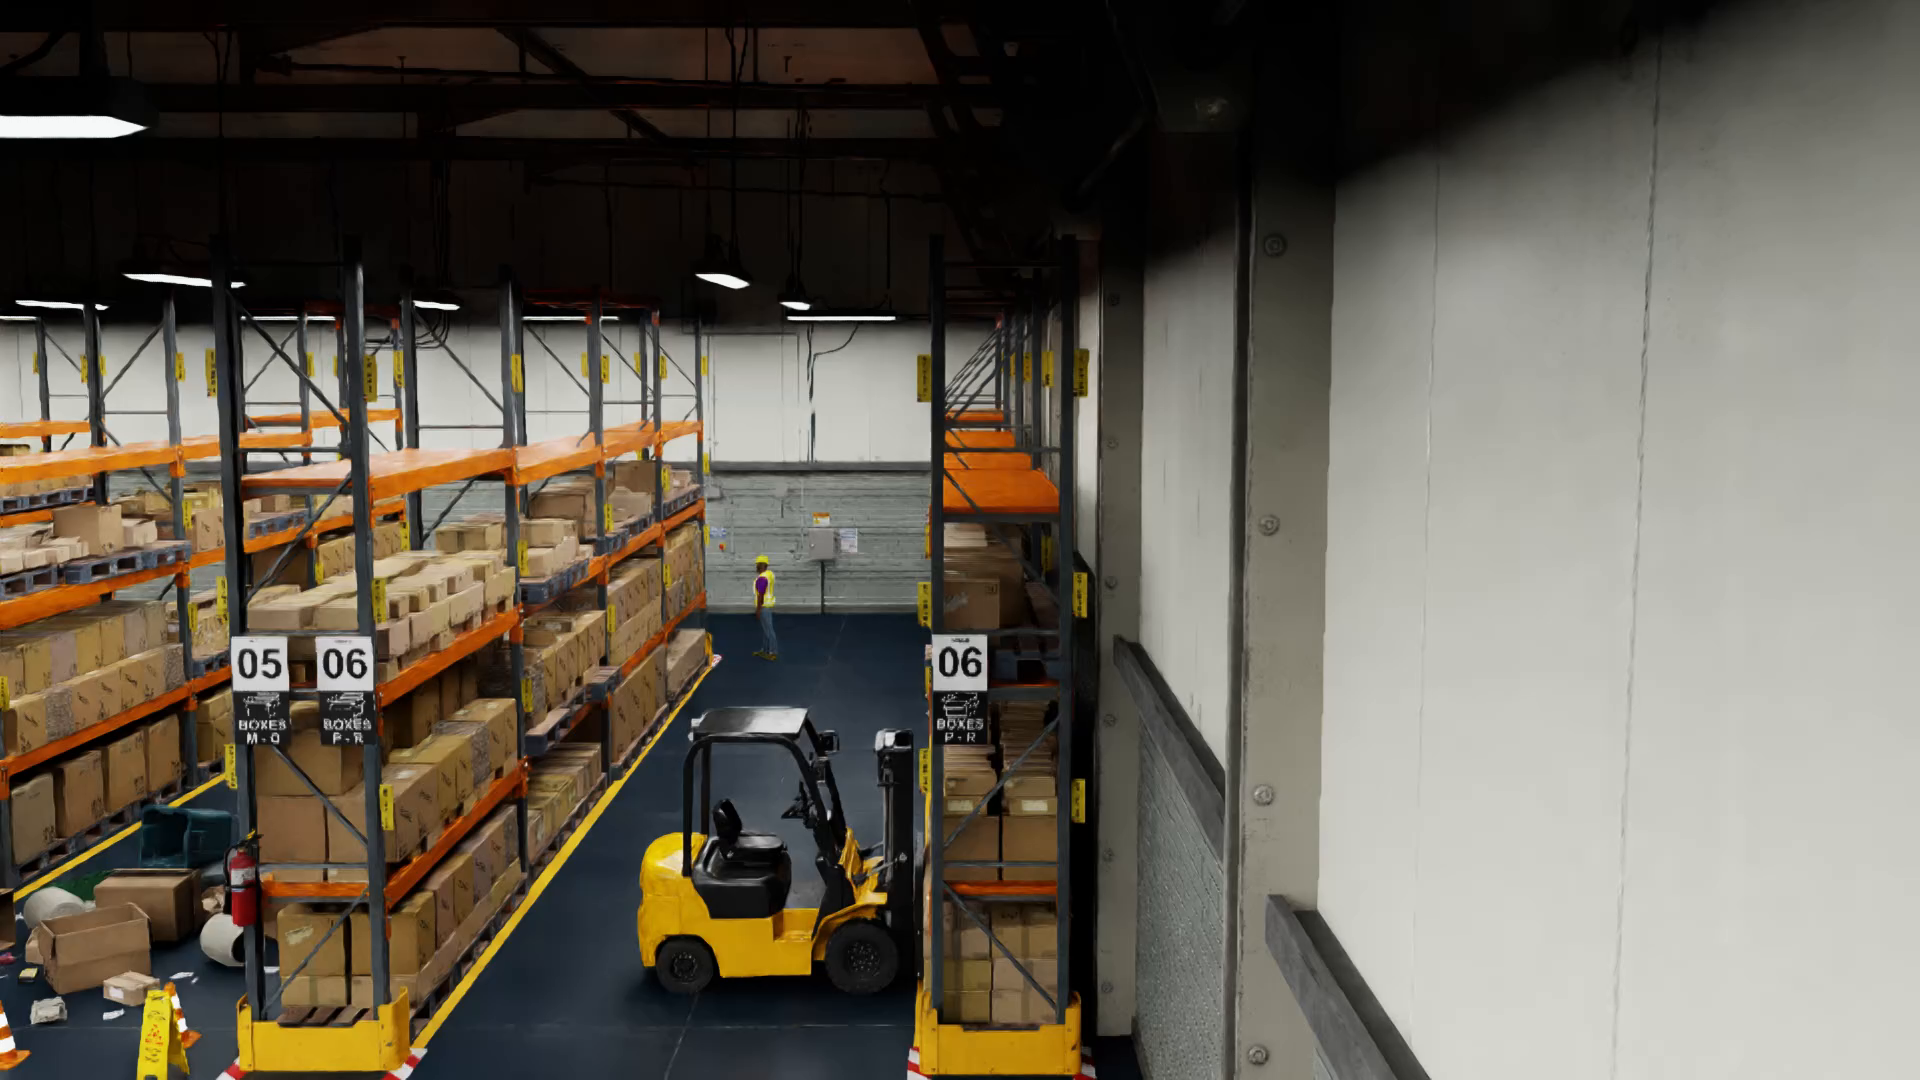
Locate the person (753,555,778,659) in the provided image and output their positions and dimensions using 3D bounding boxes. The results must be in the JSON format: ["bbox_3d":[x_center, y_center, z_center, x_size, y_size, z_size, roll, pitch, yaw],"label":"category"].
[{"bbox_3d":[-3.347,1.135,28.490,0.485,1.764,0.629,0,6,4],"label":"person"}]
